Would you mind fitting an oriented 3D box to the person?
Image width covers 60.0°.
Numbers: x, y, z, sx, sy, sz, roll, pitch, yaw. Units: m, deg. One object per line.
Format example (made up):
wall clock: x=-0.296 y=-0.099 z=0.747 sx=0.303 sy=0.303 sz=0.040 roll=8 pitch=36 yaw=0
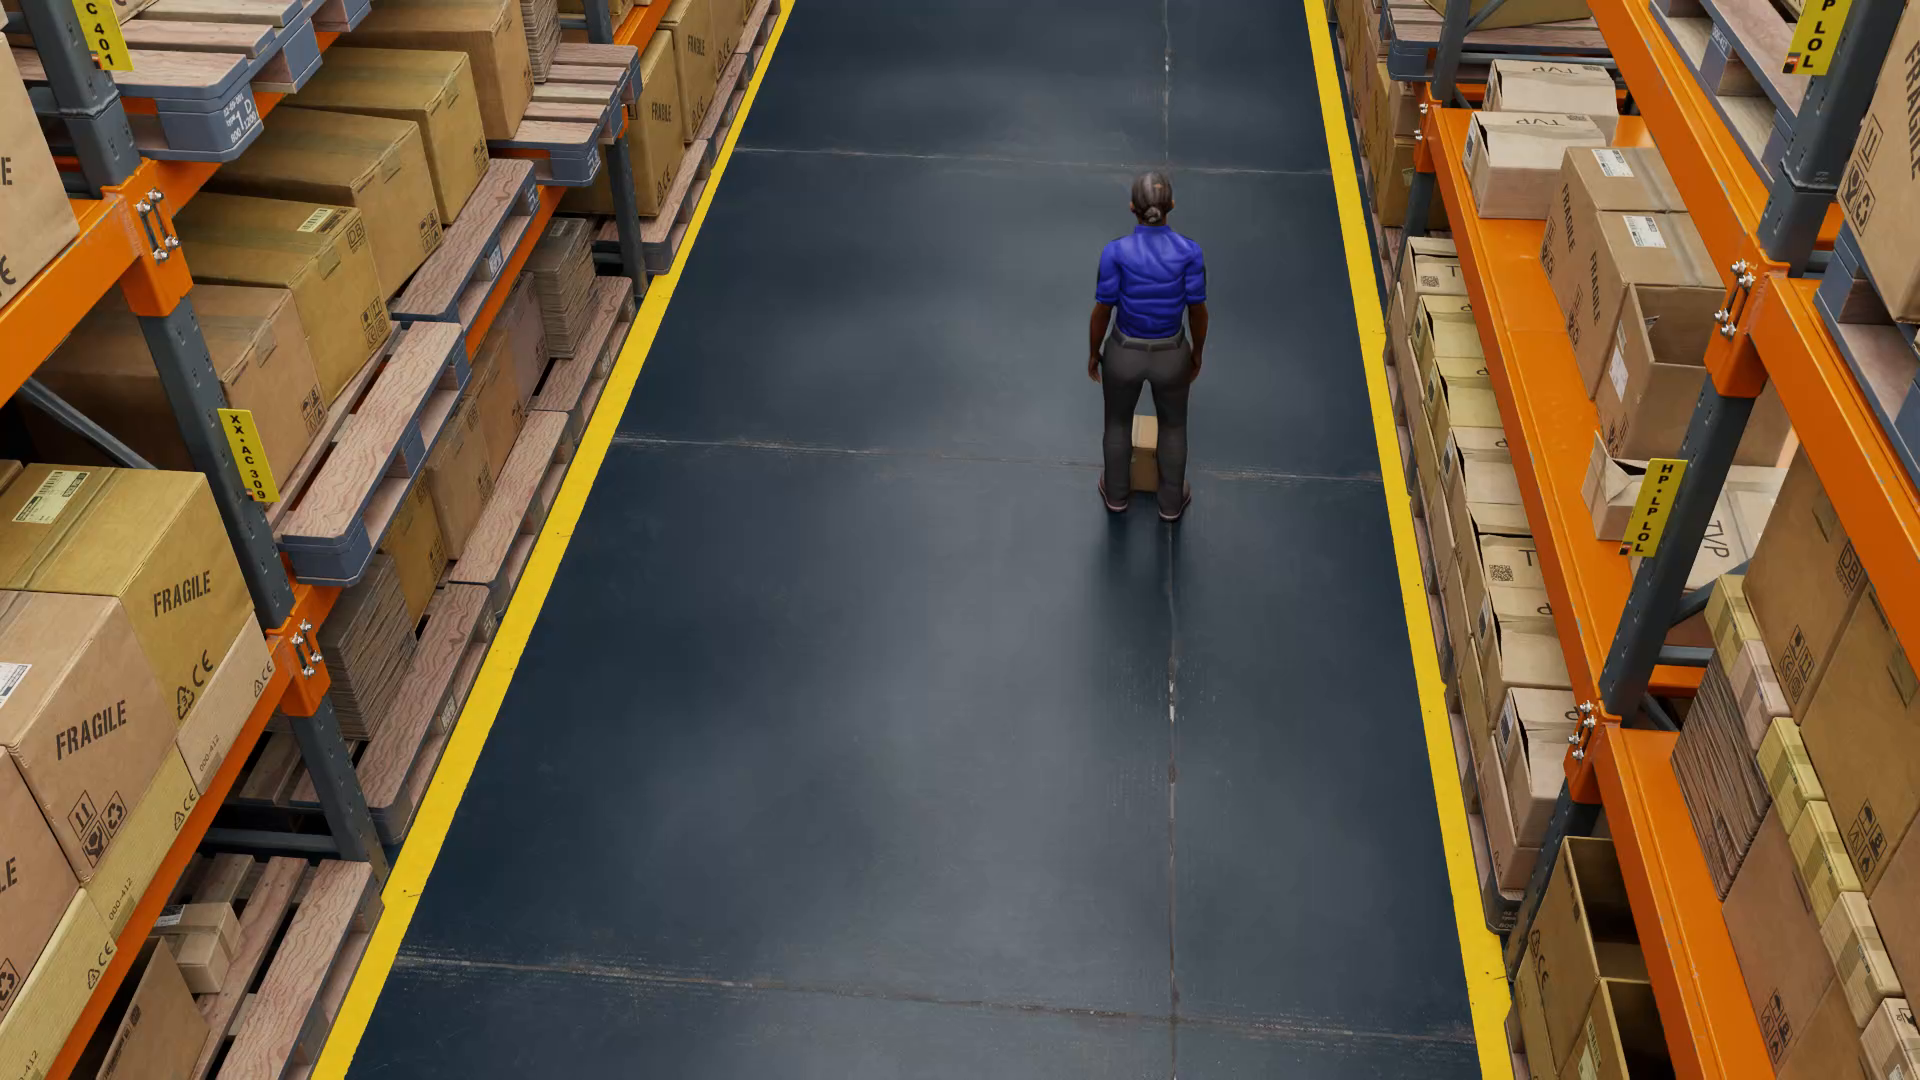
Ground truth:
person: x=0.804 y=-0.805 z=7.111 sx=0.521 sy=1.653 sz=0.402 roll=1 pitch=40 yaw=1
